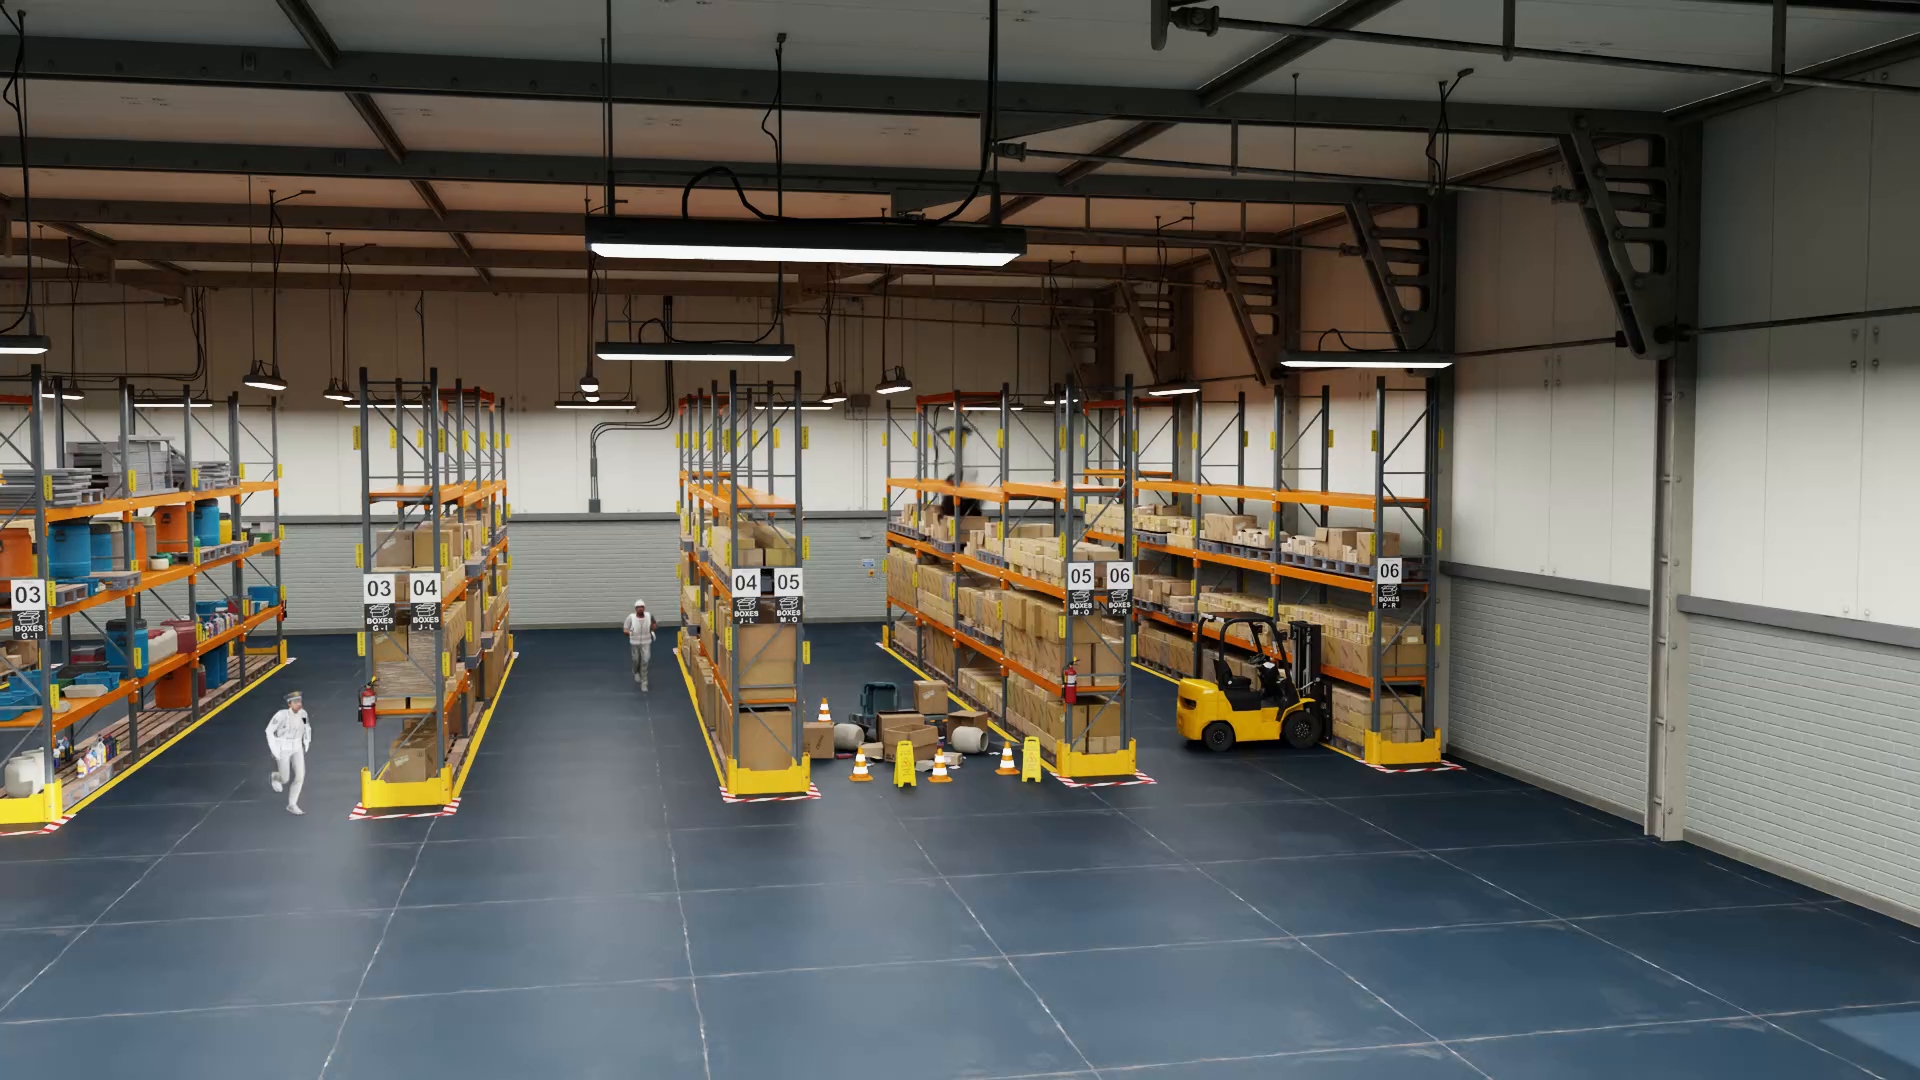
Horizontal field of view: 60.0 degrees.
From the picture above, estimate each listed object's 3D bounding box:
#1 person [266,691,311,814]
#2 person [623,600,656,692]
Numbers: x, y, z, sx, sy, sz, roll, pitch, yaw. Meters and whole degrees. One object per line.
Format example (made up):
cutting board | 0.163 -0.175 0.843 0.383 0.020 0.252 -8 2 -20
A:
person | -9.125 2.862 22.583 0.771 1.670 0.634 3 5 43
person | -6.451 2.114 33.566 0.682 1.807 0.985 -1 4 -15
